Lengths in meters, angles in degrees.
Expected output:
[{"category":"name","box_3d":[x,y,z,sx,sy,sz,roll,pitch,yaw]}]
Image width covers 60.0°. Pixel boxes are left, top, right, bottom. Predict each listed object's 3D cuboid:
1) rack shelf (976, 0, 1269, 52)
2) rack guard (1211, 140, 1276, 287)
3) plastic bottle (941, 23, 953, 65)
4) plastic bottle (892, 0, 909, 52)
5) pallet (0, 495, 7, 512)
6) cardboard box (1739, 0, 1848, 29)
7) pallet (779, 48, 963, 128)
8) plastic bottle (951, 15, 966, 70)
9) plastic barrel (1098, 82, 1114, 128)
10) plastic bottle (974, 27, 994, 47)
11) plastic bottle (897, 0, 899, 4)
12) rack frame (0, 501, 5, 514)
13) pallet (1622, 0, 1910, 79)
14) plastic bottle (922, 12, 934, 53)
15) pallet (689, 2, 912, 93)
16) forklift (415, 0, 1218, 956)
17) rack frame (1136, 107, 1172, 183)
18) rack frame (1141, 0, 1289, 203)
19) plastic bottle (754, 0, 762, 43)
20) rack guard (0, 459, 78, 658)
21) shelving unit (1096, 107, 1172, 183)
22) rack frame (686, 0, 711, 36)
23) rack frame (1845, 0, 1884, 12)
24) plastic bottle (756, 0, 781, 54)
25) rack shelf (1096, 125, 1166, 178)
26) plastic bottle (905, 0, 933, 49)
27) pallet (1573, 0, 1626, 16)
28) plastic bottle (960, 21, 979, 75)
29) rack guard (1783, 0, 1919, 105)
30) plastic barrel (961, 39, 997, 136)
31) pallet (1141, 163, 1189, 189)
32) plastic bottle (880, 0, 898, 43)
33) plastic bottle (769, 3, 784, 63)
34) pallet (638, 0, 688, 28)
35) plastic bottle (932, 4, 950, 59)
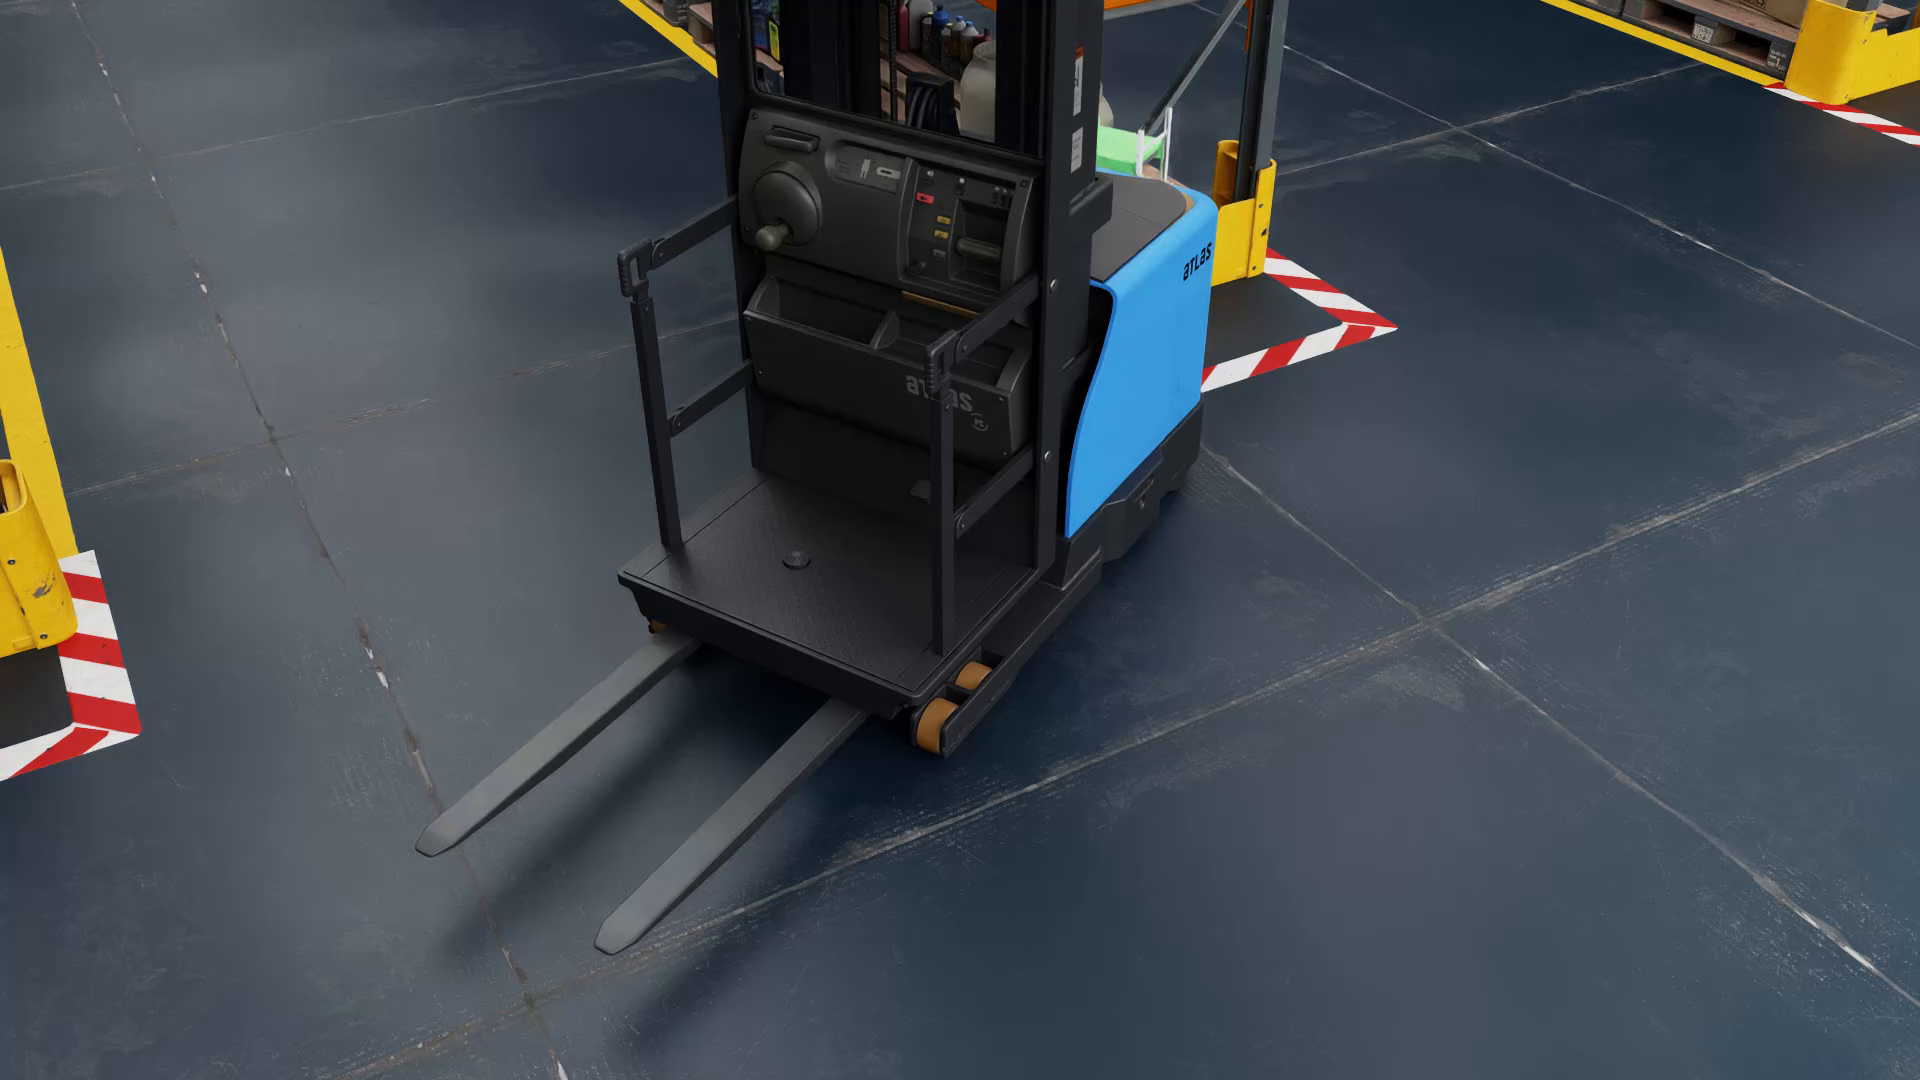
[{"category":"rack shelf","box_3d":[-0.142,-3.024,7.957,1.077,0.370,4.000,-19,40,-24]},{"category":"rack guard","box_3d":[0.784,-1.310,7.119,1.175,0.500,0.348,-19,40,-24]},{"category":"plastic bottle","box_3d":[-0.050,-2.635,8.814,0.097,0.201,0.097,0,36,0]},{"category":"plastic bottle","box_3d":[-0.328,-2.793,8.961,0.061,0.283,0.133,-19,40,-24]},{"category":"pallet","box_3d":[-3.842,-0.080,5.680,1.003,0.211,1.213,-19,40,-24]},{"category":"cardboard box","box_3d":[4.846,-3.246,9.414,0.500,0.500,0.500,-12,38,-16]},{"category":"pallet","box_3d":[-0.228,-2.230,8.625,1.003,0.211,1.213,-19,40,-24]},{"category":"plastic bottle","box_3d":[-0.001,-2.613,8.725,0.097,0.271,0.097,0,36,0]},{"category":"plastic barrel","box_3d":[0.467,-1.772,7.386,0.421,0.512,0.421,0,36,0]},{"category":"plastic bottle","box_3d":[0.124,-2.513,8.577,0.061,0.283,0.133,-18,40,-23]},{"category":"plastic bottle","box_3d":[-0.315,-2.937,9.100,0.144,0.351,0.185,-19,40,-24]},{"category":"rack frame","box_3d":[-3.421,-0.828,4.341,1.000,3.000,0.127,-19,40,-24]},{"category":"pallet","box_3d":[4.730,-3.099,9.815,1.003,0.211,1.213,-19,40,-24]},{"category":"plastic bottle","box_3d":[-0.154,-2.740,8.958,0.097,0.201,0.097,0,36,0]},{"category":"pallet","box_3d":[-0.845,-2.853,9.478,1.003,0.211,1.213,-19,40,-24]},{"category":"forklift","box_3d":[-0.331,-0.867,4.452,1.130,2.935,3.031,20,41,25]},{"category":"rack frame","box_3d":[0.670,-0.955,6.039,0.015,1.200,0.240,20,41,25]},{"category":"rack frame","box_3d":[0.863,-2.294,6.348,1.000,3.000,0.127,-19,40,-24]},{"category":"plastic bottle","box_3d":[-1.100,-2.907,9.061,0.144,0.351,0.185,-18,40,-23]},{"category":"rack guard","box_3d":[-3.409,0.193,5.062,1.175,0.500,0.348,-19,40,-24]},{"category":"shelving unit","box_3d":[0.461,-1.029,6.141,0.503,1.200,0.258,20,41,25]},{"category":"rack frame","box_3d":[-1.146,-4.334,9.141,1.000,3.000,0.127,-19,40,-24]},{"category":"rack frame","box_3d":[5.146,-3.762,8.358,1.000,3.000,0.127,-19,40,-24]},{"category":"plastic bottle","box_3d":[-1.005,-2.811,8.929,0.144,0.351,0.185,-21,41,-26]},{"category":"rack shelf","box_3d":[0.459,-1.364,5.894,0.480,0.148,0.258,20,41,25]},{"category":"plastic bottle","box_3d":[-0.237,-2.822,9.007,0.152,0.276,0.135,-18,40,-23]},{"category":"pallet","box_3d":[4.121,-3.721,10.665,1.003,0.211,1.213,-19,40,-24]},{"category":"plastic bottle","box_3d":[0.050,-2.562,8.655,0.097,0.271,0.097,0,36,0]},{"category":"rack guard","box_3d":[5.108,-2.791,9.148,1.175,0.500,0.348,-19,40,-24]},{"category":"plastic barrel","box_3d":[0.215,-2.028,7.736,0.421,0.512,0.421,0,36,0]},{"category":"pallet","box_3d":[0.381,-1.609,7.774,1.003,0.211,1.213,-19,40,-24]},{"category":"plastic bottle","box_3d":[-0.391,-2.866,9.061,0.061,0.283,0.133,-19,40,-24]},{"category":"plastic bottle","box_3d":[-0.958,-2.687,8.816,0.061,0.283,0.133,-17,39,-22]},{"category":"pallet","box_3d":[-1.574,-3.597,10.496,1.003,0.211,1.213,-19,40,-24]},{"category":"plastic bottle","box_3d":[-0.102,-2.716,8.866,0.097,0.271,0.097,0,36,0]}]
